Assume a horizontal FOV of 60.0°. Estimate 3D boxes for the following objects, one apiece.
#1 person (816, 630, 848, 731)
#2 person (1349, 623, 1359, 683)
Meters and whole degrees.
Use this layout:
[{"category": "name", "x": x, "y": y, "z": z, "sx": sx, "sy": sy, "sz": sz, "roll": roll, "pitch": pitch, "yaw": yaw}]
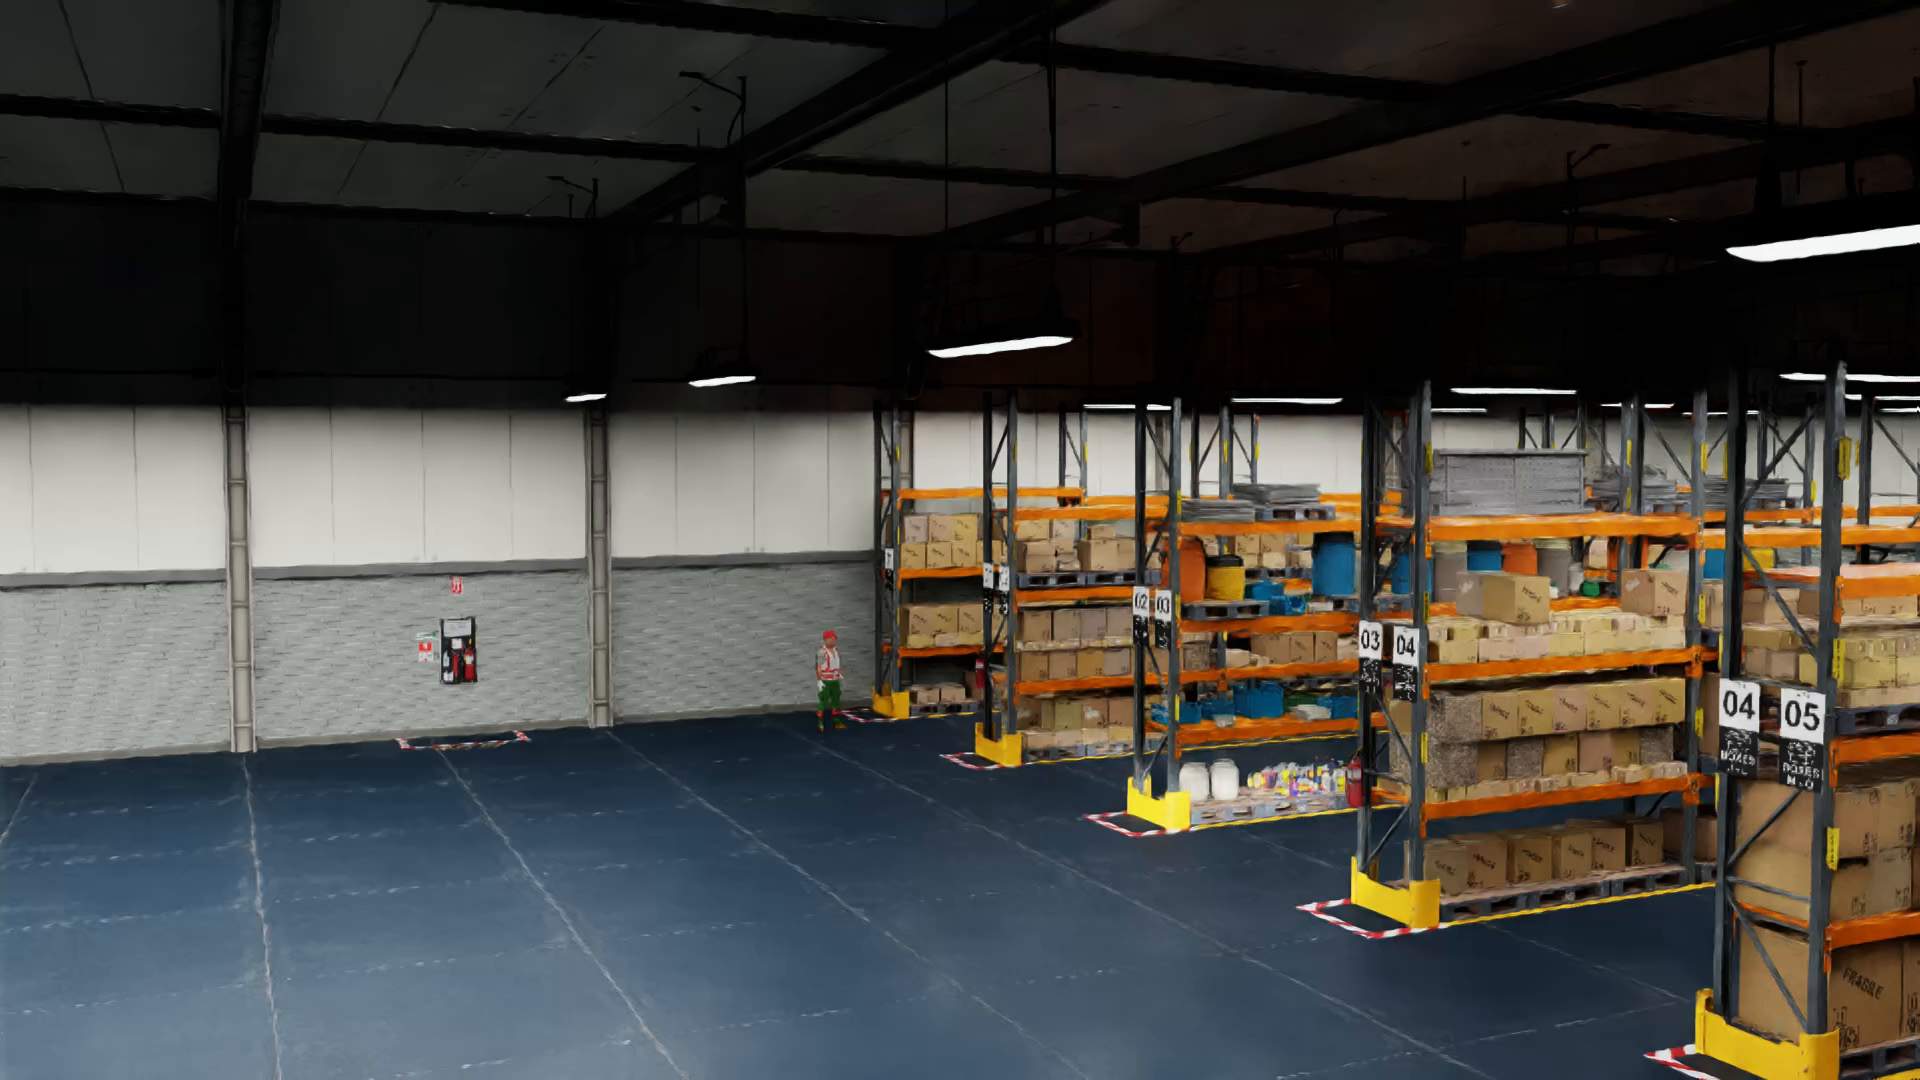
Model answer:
[{"category": "person", "x": -2.305, "y": 2.516, "z": 29.802, "sx": 0.468, "sy": 1.794, "sz": 0.625, "roll": 3, "pitch": 4, "yaw": 38}, {"category": "person", "x": 8.170, "y": 2.433, "z": 33.835, "sx": 0.517, "sy": 1.541, "sz": 0.566, "roll": -2, "pitch": 4, "yaw": -27}]
